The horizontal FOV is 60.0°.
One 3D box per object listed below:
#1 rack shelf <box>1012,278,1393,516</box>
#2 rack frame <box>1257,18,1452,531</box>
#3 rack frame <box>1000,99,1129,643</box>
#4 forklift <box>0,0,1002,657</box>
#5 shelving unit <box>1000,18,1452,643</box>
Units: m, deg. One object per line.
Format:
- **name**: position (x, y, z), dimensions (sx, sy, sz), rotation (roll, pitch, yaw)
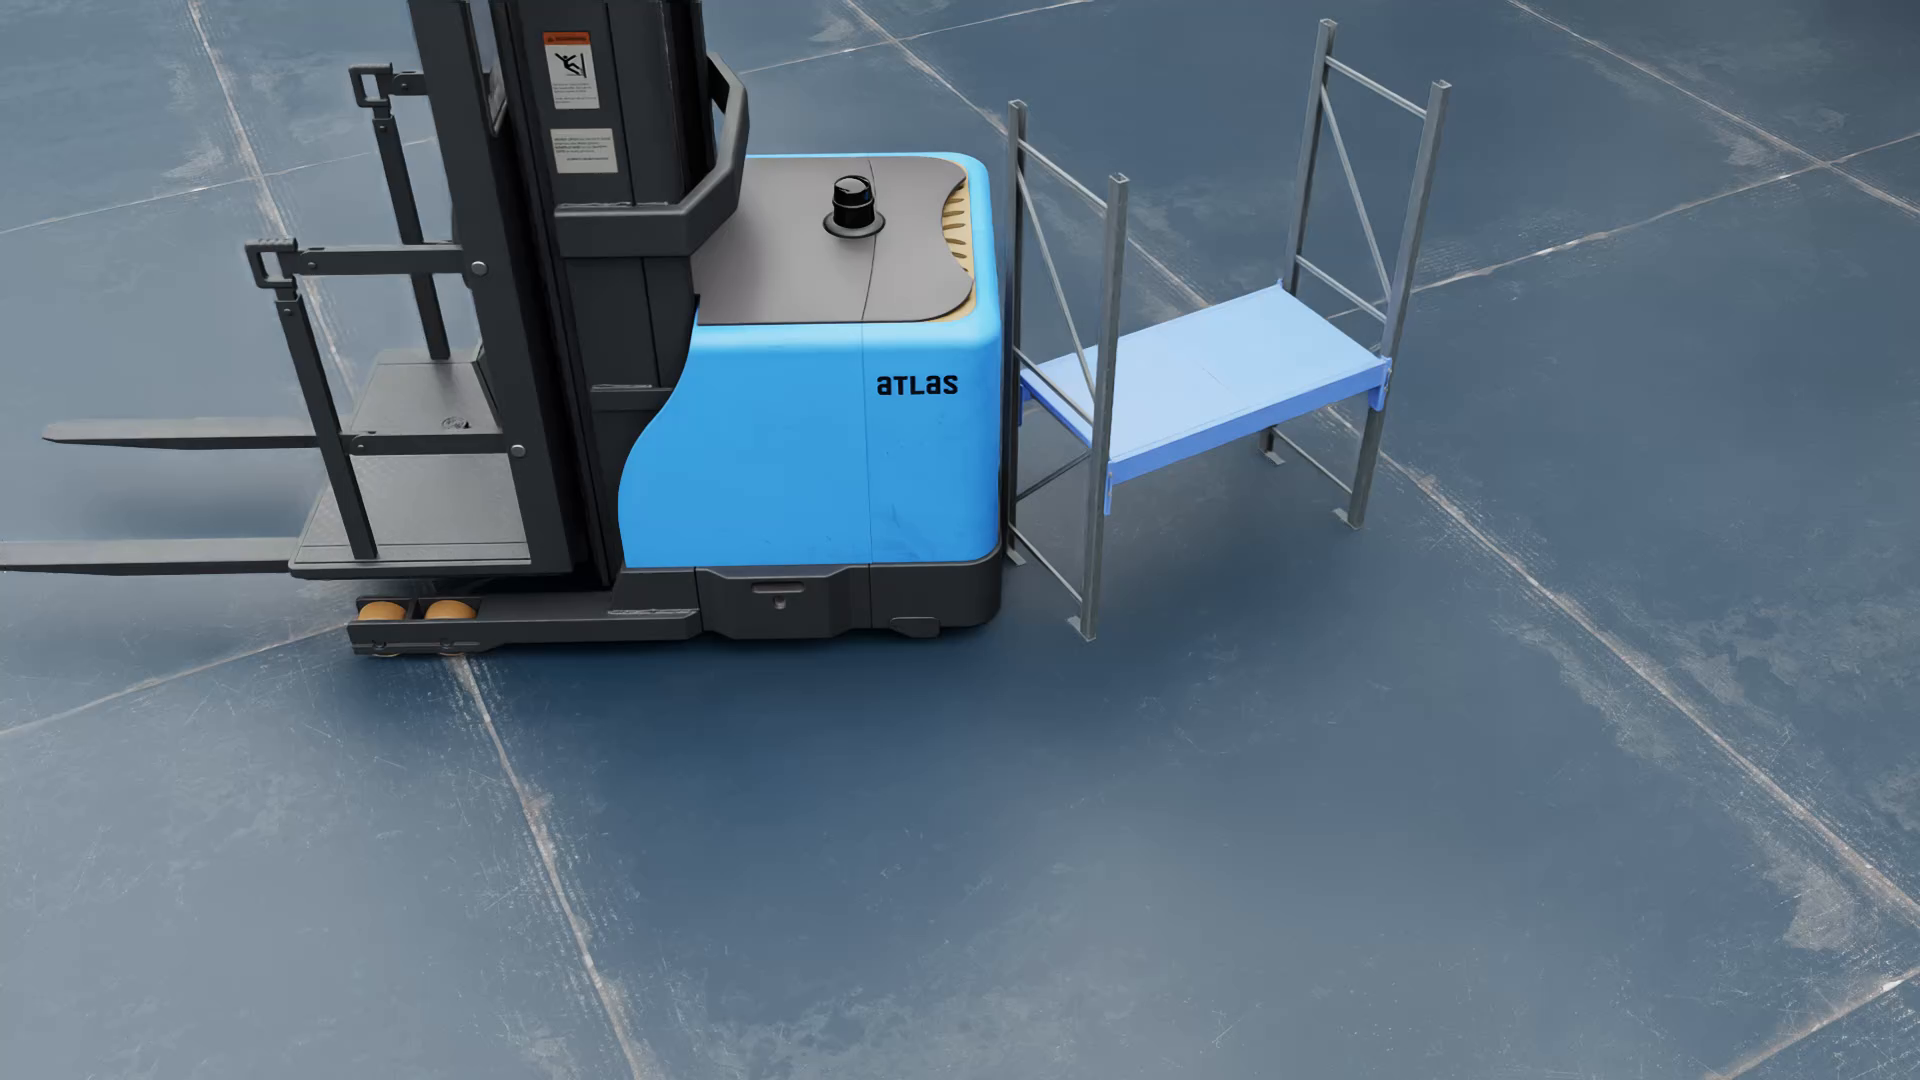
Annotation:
- **rack shelf**: position (0.702, -0.442, 4.889), dimensions (1.000, 0.185, 0.538), rotation (-21, 44, -23)
- **rack frame**: position (1.142, -0.744, 4.968), dimensions (0.032, 1.500, 0.500), rotation (-21, 44, -23)
- **rack frame**: position (0.263, -0.414, 4.578), dimensions (0.032, 1.500, 0.500), rotation (-21, 44, -23)
- **forklift**: position (-1.406, -1.125, 4.310), dimensions (3.031, 2.935, 1.130), rotation (-1, 40, -1)
- **shelving unit**: position (0.702, -0.579, 4.773), dimensions (1.048, 1.500, 0.538), rotation (-21, 44, -23)
